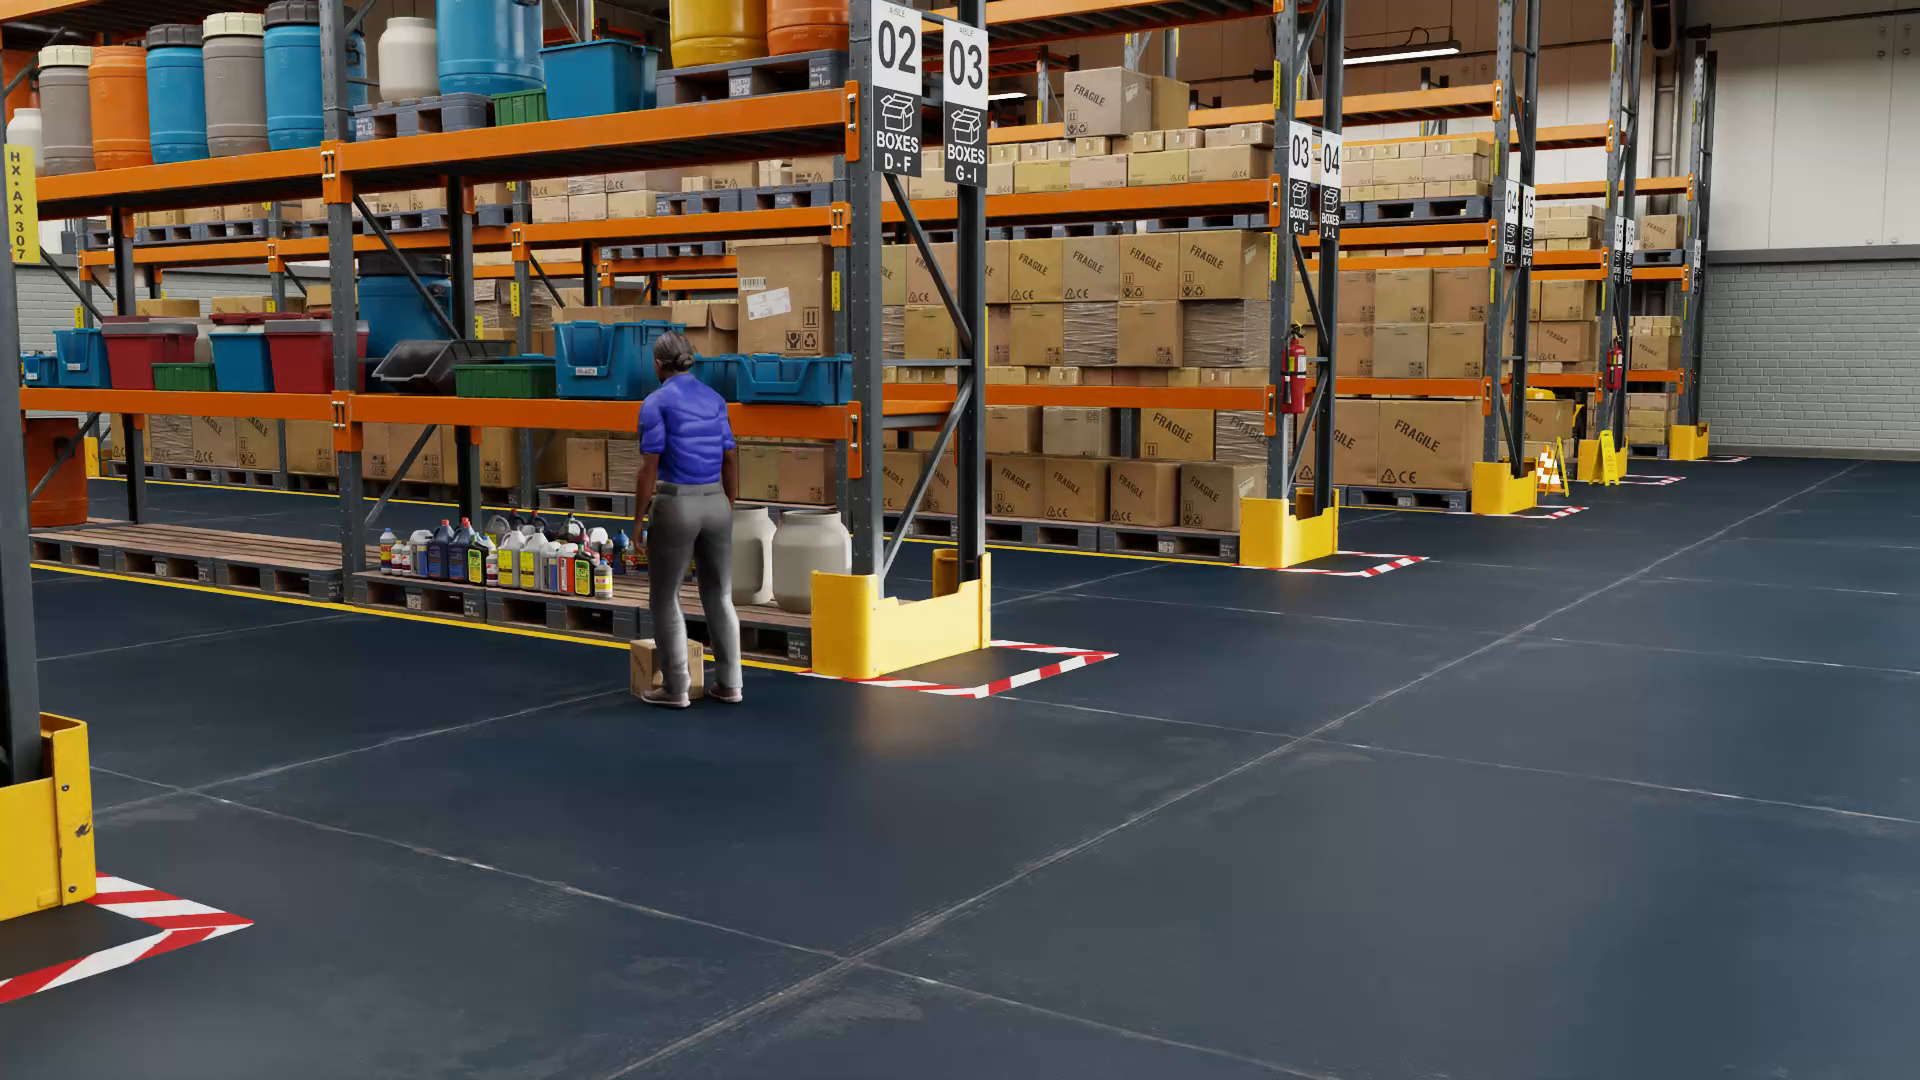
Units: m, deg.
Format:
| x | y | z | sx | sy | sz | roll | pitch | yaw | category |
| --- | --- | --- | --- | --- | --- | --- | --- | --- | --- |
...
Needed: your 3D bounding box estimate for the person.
| x | y | z | sx | sy | sz | roll | pitch | yaw | category |
| --- | --- | --- | --- | --- | --- | --- | --- | --- | --- |
| -1.208 | -0.091 | 7.332 | 0.527 | 1.655 | 0.394 | -5 | 8 | -38 | person |
